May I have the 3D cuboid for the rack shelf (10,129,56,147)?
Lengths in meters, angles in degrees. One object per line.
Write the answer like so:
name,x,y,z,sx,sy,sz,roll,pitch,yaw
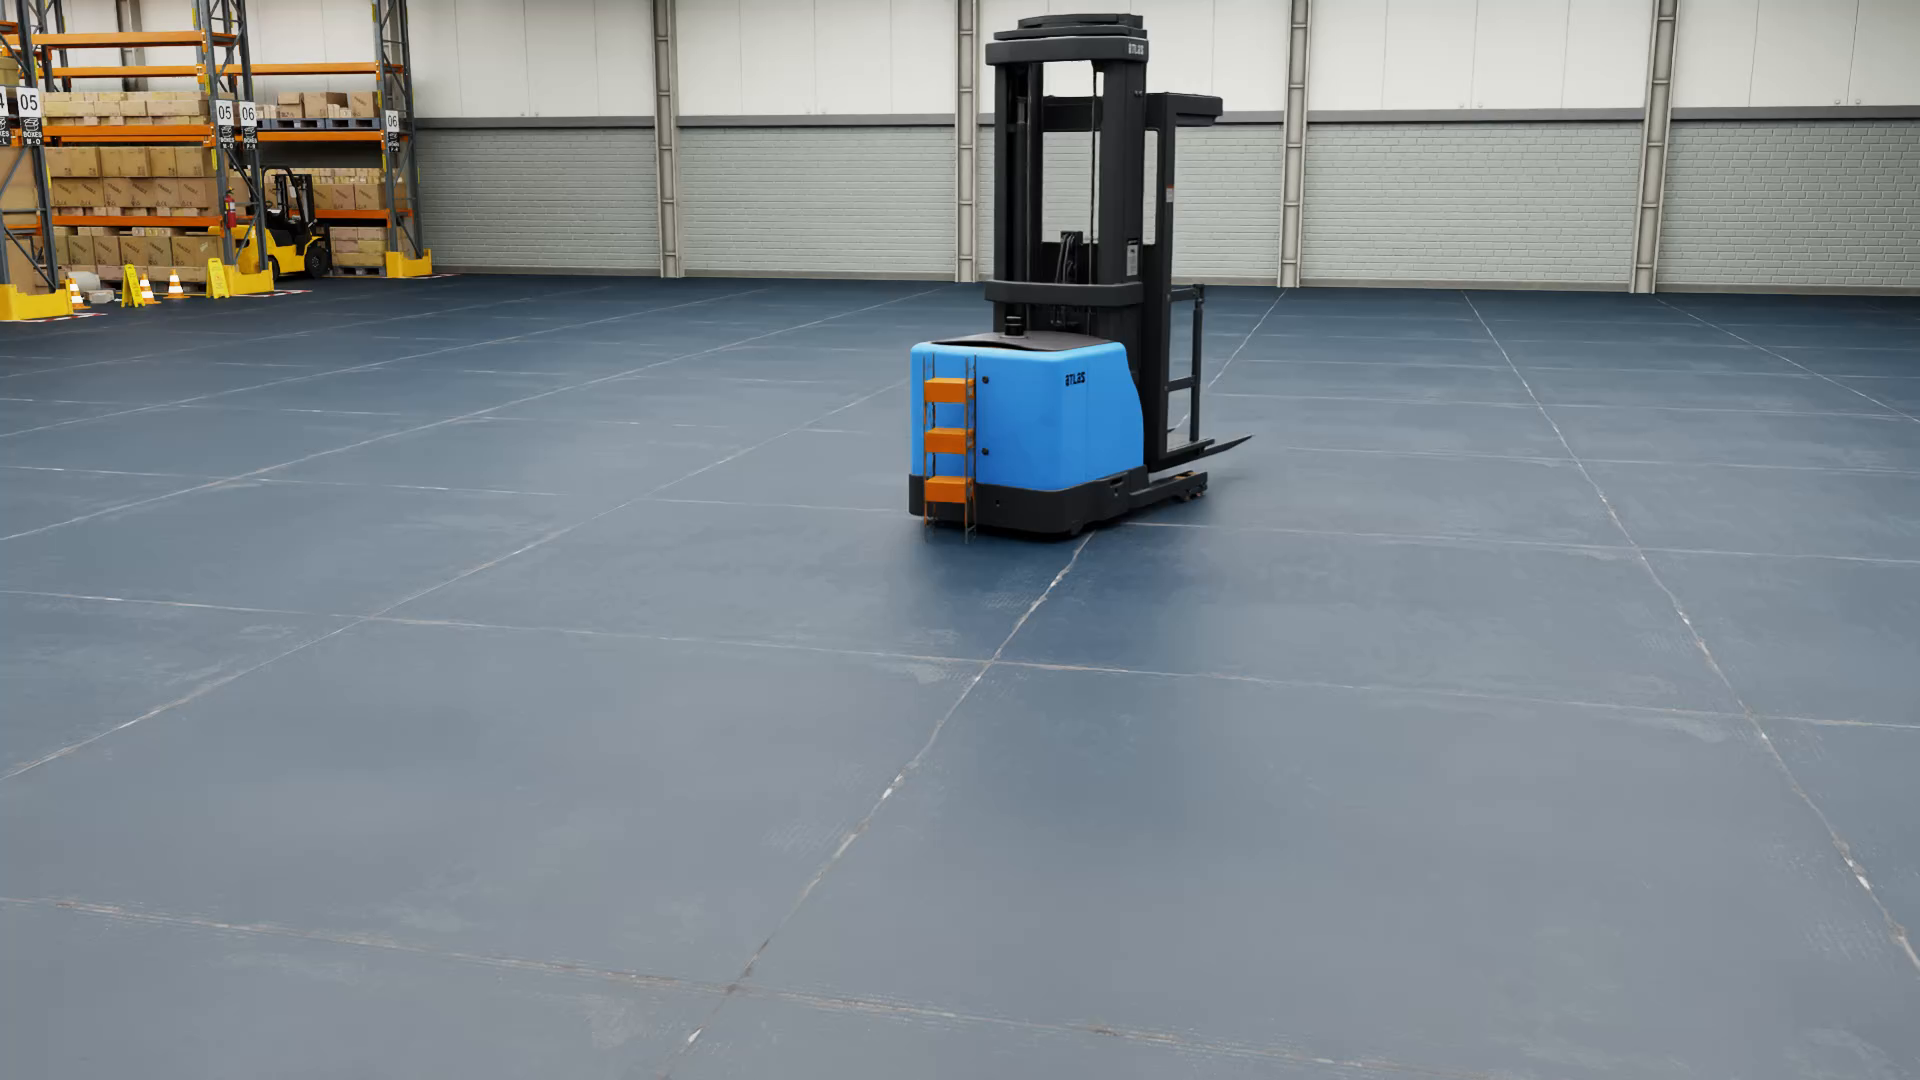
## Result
rack shelf,-18.068,-7.147,29.481,4.000,0.370,1.077,3,13,14

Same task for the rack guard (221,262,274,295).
rack guard,-12.316,-4.506,28.613,0.348,0.500,1.175,3,13,14

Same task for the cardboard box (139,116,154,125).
cardboard box,-13.638,-7.081,28.102,0.250,0.149,0.380,3,13,13

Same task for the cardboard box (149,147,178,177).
cardboard box,-13.280,-6.413,28.211,0.500,0.500,0.700,3,13,14

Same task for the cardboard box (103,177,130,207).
cardboard box,-14.293,-5.970,28.525,0.500,0.500,0.500,3,13,14

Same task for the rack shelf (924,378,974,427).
rack shelf,-0.055,-0.781,9.293,0.240,0.259,0.215,4,13,15

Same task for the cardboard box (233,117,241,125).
cardboard box,-12.487,-7.149,28.412,0.250,0.149,0.380,3,13,14

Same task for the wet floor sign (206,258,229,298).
wet floor sign,-12.314,-4.338,27.521,0.232,0.644,0.267,8,15,33

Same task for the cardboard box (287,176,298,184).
cardboard box,-13.197,-7.183,33.180,0.250,0.149,0.380,3,13,12

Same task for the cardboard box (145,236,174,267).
cardboard box,-13.590,-4.964,28.554,0.500,0.500,0.500,4,13,16

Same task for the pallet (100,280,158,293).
pallet,-14.277,-4.478,29.155,1.213,0.211,1.003,3,13,14

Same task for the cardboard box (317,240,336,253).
cardboard box,-12.595,-5.883,33.274,0.500,0.250,0.500,3,13,12

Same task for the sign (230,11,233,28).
sign,-14.784,-10.551,33.718,0.005,0.325,0.100,3,13,14

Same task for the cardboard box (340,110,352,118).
cardboard box,-11.934,-8.341,32.582,0.250,0.149,0.380,3,13,12

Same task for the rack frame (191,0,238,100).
rack frame,-14.940,-9.903,33.316,0.127,3.000,1.000,3,13,14

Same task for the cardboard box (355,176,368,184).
cardboard box,-11.716,-7.098,32.796,0.250,0.149,0.380,3,13,14

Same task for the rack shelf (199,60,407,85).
rack shelf,-12.999,-9.252,32.969,4.000,0.370,1.077,3,13,14

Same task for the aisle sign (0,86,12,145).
aisle sign,-13.333,-5.878,23.026,0.004,0.787,0.394,3,13,14

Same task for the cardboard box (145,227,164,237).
cardboard box,-13.699,-5.273,28.449,0.250,0.149,0.380,3,13,14

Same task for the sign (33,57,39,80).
sign,-13.192,-6.722,23.705,0.005,0.325,0.100,3,13,14

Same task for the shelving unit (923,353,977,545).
shelving unit,-0.055,-0.514,9.352,0.252,1.050,0.215,4,13,15

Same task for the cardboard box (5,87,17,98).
cardboard box,-13.586,-6.357,23.639,0.250,0.149,0.380,3,13,14

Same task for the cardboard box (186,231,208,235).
cardboard box,-15.450,-6.044,34.289,0.625,0.625,0.875,4,13,16

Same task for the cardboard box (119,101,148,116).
cardboard box,-13.797,-7.281,28.083,0.500,0.250,0.500,3,13,15

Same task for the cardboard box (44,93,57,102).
cardboard box,-15.385,-7.553,28.389,0.250,0.149,0.380,3,13,12

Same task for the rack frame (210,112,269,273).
rack frame,-12.243,-5.722,28.324,0.127,3.000,1.000,3,13,14

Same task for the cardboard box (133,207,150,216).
cardboard box,-13.915,-5.626,28.469,0.250,0.149,0.380,3,13,13

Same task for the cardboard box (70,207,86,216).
cardboard box,-15.142,-5.694,28.775,0.250,0.149,0.380,3,13,15

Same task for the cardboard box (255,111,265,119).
cardboard box,-13.831,-8.442,33.039,0.250,0.149,0.380,3,13,15

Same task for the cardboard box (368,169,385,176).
cardboard box,-11.455,-7.251,32.801,0.250,0.149,0.380,3,13,14

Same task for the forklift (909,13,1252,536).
forklift,0.941,-1.724,10.460,1.130,2.935,3.031,8,15,33

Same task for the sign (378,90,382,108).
sign,-11.200,-8.511,32.107,0.005,0.325,0.100,3,13,14

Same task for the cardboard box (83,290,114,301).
cardboard box,-13.998,-3.974,27.025,0.250,0.149,0.380,12,17,43

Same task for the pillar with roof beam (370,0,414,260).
pillar with roof beam,-12.548,-9.015,29.317,0.400,9.000,9.100,3,13,14

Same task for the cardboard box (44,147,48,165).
cardboard box,-15.751,-6.544,28.800,0.500,0.500,0.700,3,13,13

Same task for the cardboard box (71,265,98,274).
cardboard box,-15.097,-4.680,29.004,0.500,0.250,0.500,4,13,17

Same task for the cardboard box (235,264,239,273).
cardboard box,-12.959,-4.685,29.027,0.500,0.250,0.500,3,13,13

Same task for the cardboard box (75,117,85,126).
cardboard box,-14.884,-7.151,28.420,0.250,0.149,0.380,3,13,12

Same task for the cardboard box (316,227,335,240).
cardboard box,-12.568,-6.125,33.208,0.500,0.250,0.500,3,13,14

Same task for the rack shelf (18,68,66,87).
rack shelf,-20.766,-9.668,34.840,4.000,0.370,1.077,3,13,14

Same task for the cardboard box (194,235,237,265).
cardboard box,-12.983,-5.052,28.951,0.500,0.500,0.500,3,13,12

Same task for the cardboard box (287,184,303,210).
cardboard box,-13.087,-6.865,33.242,0.500,0.500,0.500,3,13,14

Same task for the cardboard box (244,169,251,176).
cardboard box,-14.177,-7.400,33.470,0.250,0.149,0.380,3,13,12

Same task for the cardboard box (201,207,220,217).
cardboard box,-12.657,-5.574,28.236,0.250,0.149,0.380,4,13,15

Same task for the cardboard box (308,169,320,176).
cardboard box,-12.718,-7.296,33.004,0.250,0.149,0.380,3,13,15

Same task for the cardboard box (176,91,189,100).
cardboard box,-12.883,-7.430,27.836,0.250,0.149,0.380,3,13,15

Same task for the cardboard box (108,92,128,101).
cardboard box,-14.139,-7.481,28.066,0.250,0.149,0.380,3,13,15

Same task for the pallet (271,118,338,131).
pallet,-12.925,-8.292,33.188,1.213,0.211,1.003,3,13,14
